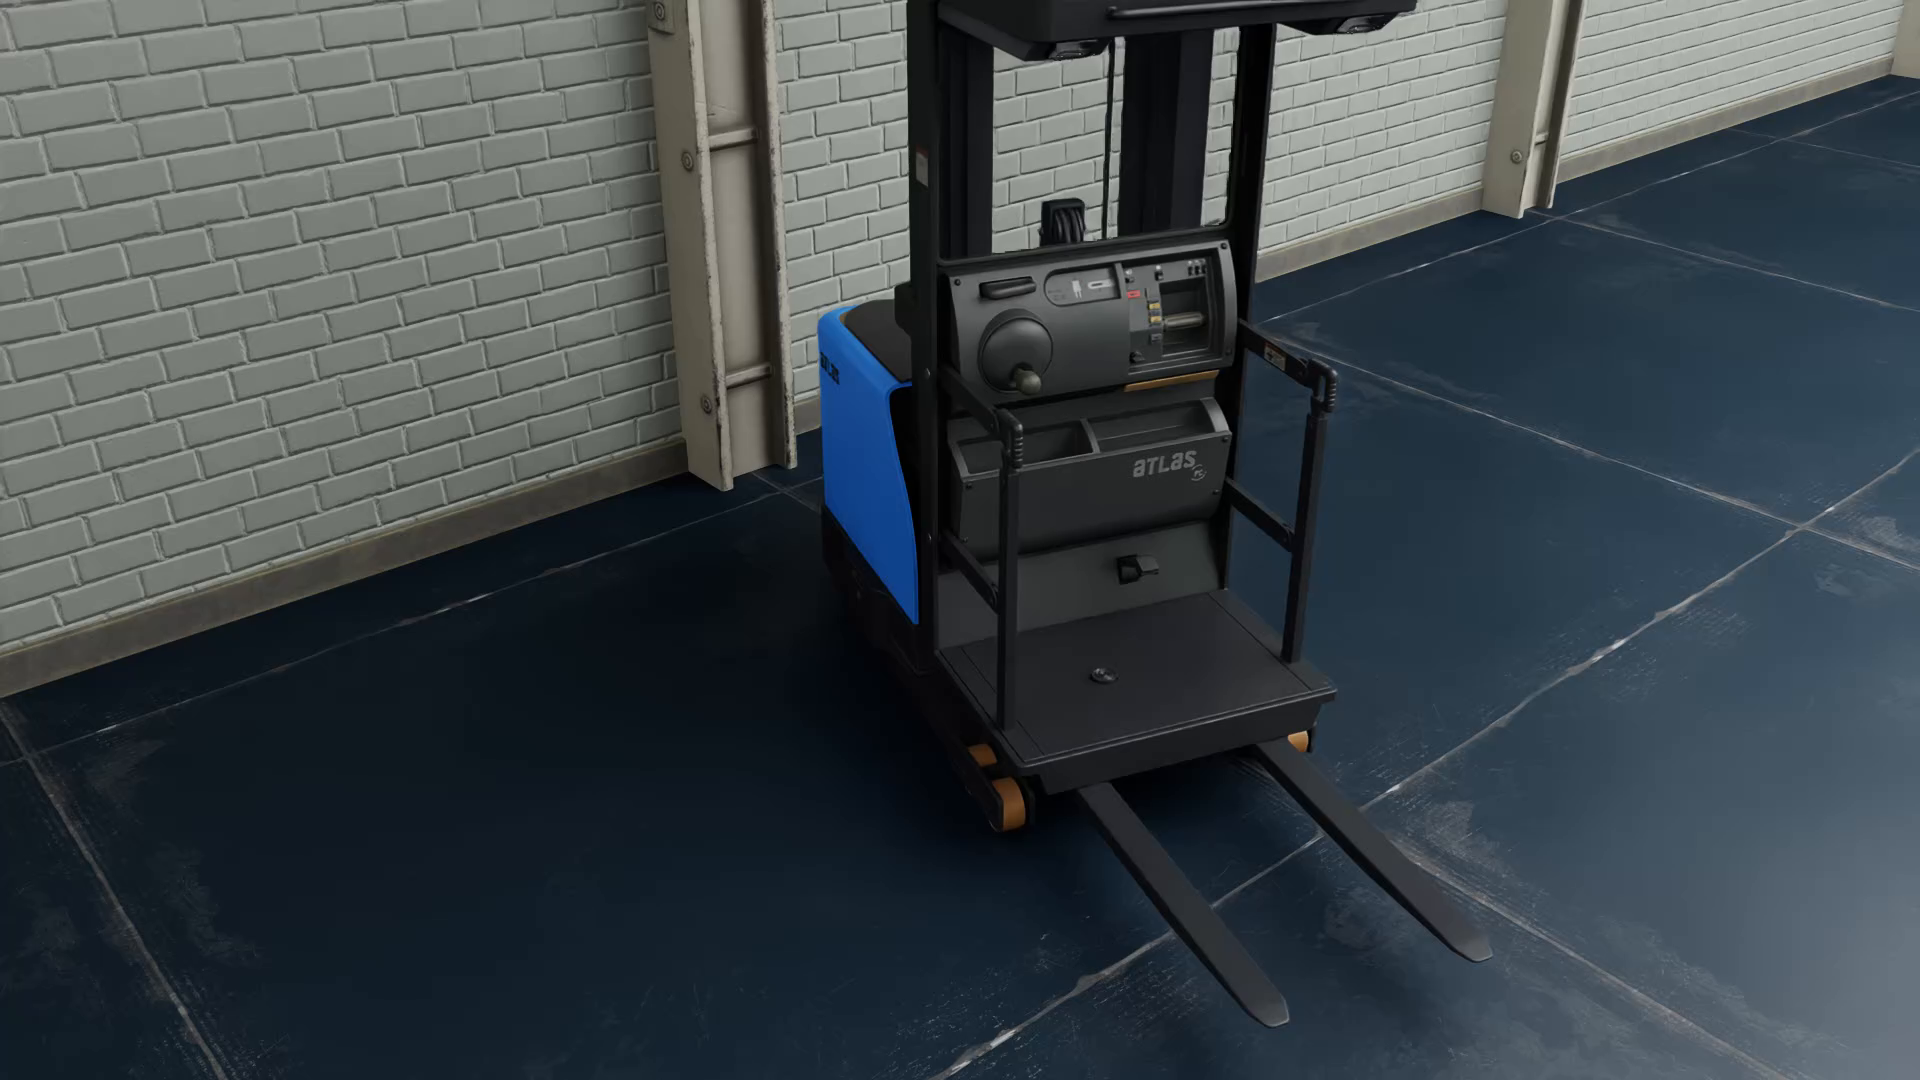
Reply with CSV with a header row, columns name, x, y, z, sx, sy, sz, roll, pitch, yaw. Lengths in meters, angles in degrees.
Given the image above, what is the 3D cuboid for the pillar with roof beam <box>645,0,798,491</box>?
name,x,y,z,sx,sy,sz,roll,pitch,yaw
pillar with roof beam,1.828,-2.748,2.345,0.400,9.000,9.100,-22,35,-35

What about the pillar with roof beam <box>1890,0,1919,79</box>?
name,x,y,z,sx,sy,sz,roll,pitch,yaw
pillar with roof beam,10.957,-6.419,9.214,0.400,9.000,9.100,-22,35,-35

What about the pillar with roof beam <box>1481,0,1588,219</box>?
name,x,y,z,sx,sy,sz,roll,pitch,yaw
pillar with roof beam,6.393,-4.584,5.779,0.400,9.000,9.100,-22,35,-35

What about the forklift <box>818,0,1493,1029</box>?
name,x,y,z,sx,sy,sz,roll,pitch,yaw
forklift,0.492,-0.627,4.814,1.130,2.935,3.031,-11,30,-19
